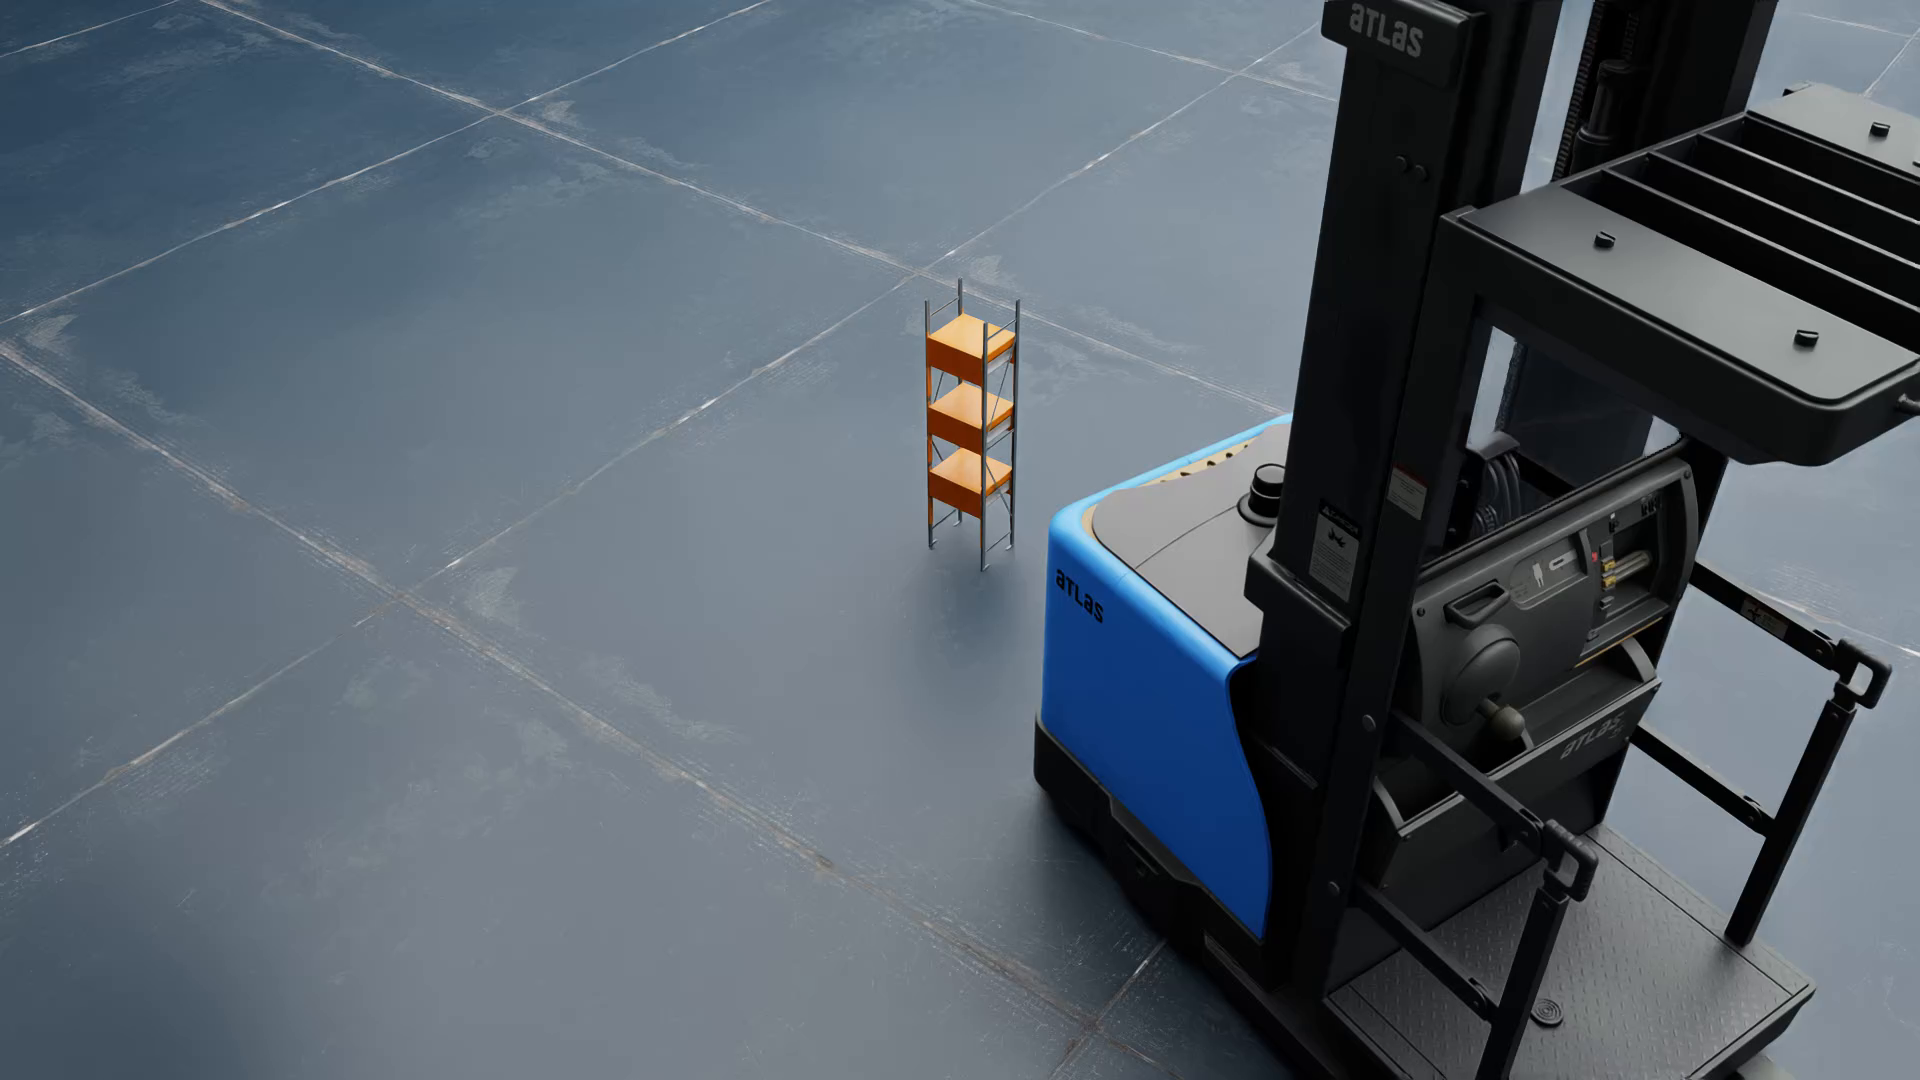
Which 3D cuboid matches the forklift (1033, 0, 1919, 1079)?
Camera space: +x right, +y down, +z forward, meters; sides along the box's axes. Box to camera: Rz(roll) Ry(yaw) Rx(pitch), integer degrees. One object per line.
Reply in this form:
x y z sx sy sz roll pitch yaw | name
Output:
1.471 0.203 3.613 1.130 2.935 3.031 -23 43 -26 | forklift

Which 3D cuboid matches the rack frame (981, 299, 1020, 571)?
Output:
0.139 -0.348 5.842 0.008 1.050 0.200 25 45 29 | rack frame

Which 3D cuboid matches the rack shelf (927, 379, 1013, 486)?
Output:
0.042 -0.385 5.907 0.240 0.259 0.215 25 45 29 | rack shelf

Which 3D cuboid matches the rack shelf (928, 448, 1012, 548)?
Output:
0.042 -0.166 6.079 0.240 0.259 0.215 25 45 29 | rack shelf

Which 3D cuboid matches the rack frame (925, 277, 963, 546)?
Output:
-0.054 -0.439 5.959 0.008 1.050 0.200 25 45 29 | rack frame

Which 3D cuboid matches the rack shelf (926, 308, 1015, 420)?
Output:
0.042 -0.608 5.732 0.240 0.259 0.215 25 45 29 | rack shelf

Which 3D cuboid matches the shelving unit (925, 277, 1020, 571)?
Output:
0.042 -0.393 5.901 0.252 1.050 0.215 25 45 29 | shelving unit
